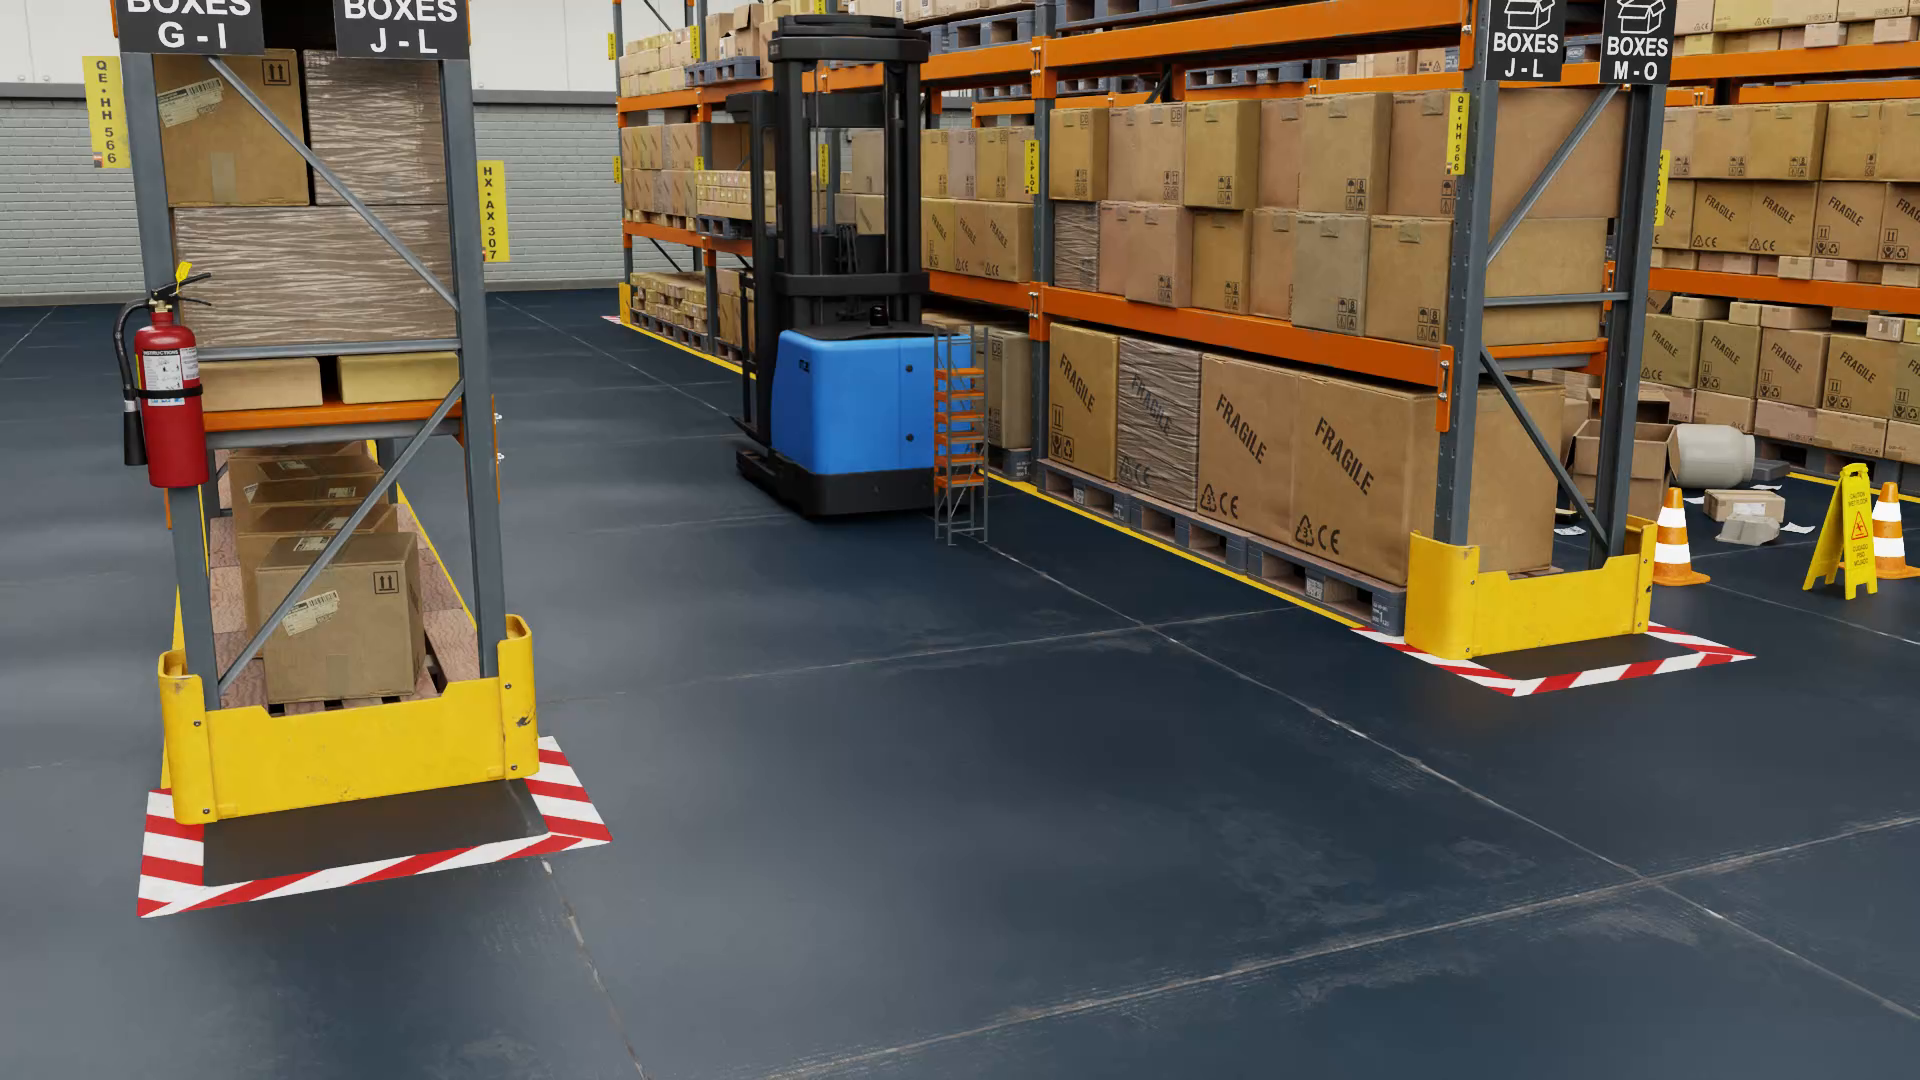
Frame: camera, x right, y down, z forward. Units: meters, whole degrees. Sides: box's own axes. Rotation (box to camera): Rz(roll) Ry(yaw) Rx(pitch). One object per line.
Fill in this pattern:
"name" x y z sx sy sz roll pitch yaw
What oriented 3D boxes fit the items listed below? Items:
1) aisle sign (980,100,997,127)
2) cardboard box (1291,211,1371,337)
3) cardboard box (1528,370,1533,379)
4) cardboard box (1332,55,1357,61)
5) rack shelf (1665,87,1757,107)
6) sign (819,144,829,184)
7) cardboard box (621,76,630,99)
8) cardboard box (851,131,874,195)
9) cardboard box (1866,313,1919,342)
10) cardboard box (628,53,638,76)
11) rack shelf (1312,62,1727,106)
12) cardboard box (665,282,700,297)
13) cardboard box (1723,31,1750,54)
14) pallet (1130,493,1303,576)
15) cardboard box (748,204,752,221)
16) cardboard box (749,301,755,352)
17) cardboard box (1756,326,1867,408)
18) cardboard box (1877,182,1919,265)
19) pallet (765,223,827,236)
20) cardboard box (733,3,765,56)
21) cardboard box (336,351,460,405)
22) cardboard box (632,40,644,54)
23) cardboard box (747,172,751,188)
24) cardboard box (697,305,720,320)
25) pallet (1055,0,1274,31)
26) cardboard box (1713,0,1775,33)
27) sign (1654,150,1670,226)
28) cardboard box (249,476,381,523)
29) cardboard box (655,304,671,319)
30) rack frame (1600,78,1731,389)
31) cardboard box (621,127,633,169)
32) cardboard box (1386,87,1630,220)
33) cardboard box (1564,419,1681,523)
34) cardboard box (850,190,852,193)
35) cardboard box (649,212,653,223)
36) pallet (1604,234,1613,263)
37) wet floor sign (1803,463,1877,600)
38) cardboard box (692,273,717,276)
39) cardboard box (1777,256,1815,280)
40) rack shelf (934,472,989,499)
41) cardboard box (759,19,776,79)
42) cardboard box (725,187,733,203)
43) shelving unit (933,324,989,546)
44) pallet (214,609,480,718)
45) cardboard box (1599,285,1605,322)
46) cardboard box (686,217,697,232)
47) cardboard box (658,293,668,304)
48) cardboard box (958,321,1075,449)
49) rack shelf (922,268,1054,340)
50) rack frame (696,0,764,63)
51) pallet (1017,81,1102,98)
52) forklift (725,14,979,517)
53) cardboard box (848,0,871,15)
"aisle sign" 0.341 -6.063 23.148 0.394 0.787 0.004 -6 14 -23
"cardboard box" 2.119 -1.291 7.965 0.875 0.550 0.550 -6 14 -23
"cardboard box" 4.938 -1.509 14.135 0.950 0.372 0.625 -5 14 -19
"cardboard box" 3.550 -4.935 16.229 0.797 0.503 0.637 -7 15 -26
"rack shelf" 7.585 -5.128 19.818 1.077 0.370 4.000 -6 14 -23
"sign" -1.149 -3.162 13.985 0.100 0.325 0.005 -6 14 -23
"cardboard box" -3.914 -5.612 20.647 0.500 0.250 0.500 -5 14 -21
"cardboard box" -0.485 -3.129 13.798 0.700 0.500 0.500 -6 14 -23
"cardboard box" 6.074 -1.367 10.689 0.380 0.149 0.250 -5 14 -21
"cardboard box" -3.712 -5.750 20.132 0.500 0.250 0.500 -6 14 -24
"rack shelf" 4.641 -3.853 14.307 1.077 0.370 4.000 -6 14 -23
"cardboard box" -3.228 -2.932 19.456 0.380 0.149 0.250 -6 14 -25
"cardboard box" 5.596 -3.481 11.661 0.380 0.149 0.250 -6 14 -23
"pallet" 1.672 -0.085 9.271 1.003 0.211 1.213 -6 14 -23
"cardboard box" -1.783 -3.095 15.716 0.380 0.149 0.250 -5 14 -21
"cardboard box" -1.769 -2.107 16.435 0.500 0.500 0.500 -5 14 -22
"cardboard box" 5.862 -1.196 11.388 0.500 0.500 0.500 -5 14 -20
"cardboard box" 6.181 -1.991 10.437 0.500 0.500 0.500 -6 14 -23
"pallet" -1.038 -2.731 14.943 1.213 0.211 1.003 -6 14 -23
"cardboard box" -1.759 -4.899 16.070 0.797 0.503 0.637 -6 14 -24
"cardboard box" -1.932 -0.565 5.716 0.380 0.149 0.250 -6 14 -23
"cardboard box" -3.715 -5.911 19.945 0.380 0.149 0.250 -5 14 -22
"cardboard box" -1.788 -3.386 15.655 0.380 0.149 0.250 -5 14 -20
"cardboard box" -2.675 -2.510 18.295 0.380 0.149 0.250 -5 14 -22
"pallet" 1.265 -3.109 9.694 1.003 0.211 1.213 -6 14 -23
"cardboard box" 5.582 -3.640 11.467 0.500 0.250 0.500 -6 14 -23
"sign" 3.060 -1.543 7.290 0.100 0.325 0.005 -6 14 -23
"cardboard box" -2.775 0.024 7.225 0.500 0.500 0.500 -4 14 -18
"cardboard box" -3.446 -2.755 20.011 0.380 0.149 0.250 -6 14 -26
"rack frame" 5.442 -2.329 12.778 1.000 3.000 0.127 -6 14 -23
"cardboard box" -3.923 -4.904 20.806 0.500 0.500 0.500 -6 14 -23
"cardboard box" 2.436 -1.713 7.393 0.875 0.550 0.550 -6 14 -23
"cardboard box" 4.021 -0.420 10.069 0.637 0.503 0.797 6 14 26
"cardboard box" -0.776 -3.088 15.026 0.380 0.149 0.250 -5 14 -20
"cardboard box" -3.603 -3.970 20.430 0.380 0.149 0.250 -5 14 -20
"pallet" 5.269 -2.406 13.539 1.003 0.211 1.213 -6 14 -23
"wet floor sign" 4.375 -0.060 8.198 0.267 0.644 0.232 -9 16 -33
"cardboard box" -3.148 -3.260 20.873 0.380 0.149 0.250 -6 14 -24
"cardboard box" 5.778 -1.847 11.255 0.380 0.149 0.250 -6 14 -23
"rack shelf" 0.006 -0.304 9.286 0.258 0.103 0.180 -6 14 -23
"cardboard box" -1.526 -4.498 15.277 0.500 0.500 0.500 -6 14 -23
"cardboard box" -2.097 -3.402 16.381 0.380 0.149 0.250 -5 14 -21
"shelving unit" 0.006 -0.582 9.222 0.258 1.200 0.189 -6 14 -23
"pallet" -2.359 0.565 6.461 1.003 0.211 1.213 -6 14 -23
"cardboard box" 7.617 -2.871 19.735 0.500 0.500 0.500 -5 14 -21
"cardboard box" -2.790 -3.472 18.277 0.380 0.149 0.250 -6 14 -24
"cardboard box" -3.452 -2.956 20.219 0.380 0.149 0.250 -6 14 -26
"cardboard box" 0.616 -1.089 11.482 1.050 0.750 0.750 -6 14 -23
"rack shelf" 0.146 -1.923 12.623 1.077 0.370 4.000 -6 14 -23
"rack frame" -2.258 -6.436 17.221 1.000 3.000 0.127 -6 14 -23
"pallet" 1.434 -5.821 21.413 1.003 0.211 1.213 -6 14 -23
"forklift" -0.876 -1.855 10.886 1.130 2.935 3.031 -5 14 -20
"cardboard box" -0.567 -4.189 13.208 0.500 0.311 0.500 -6 14 -23
